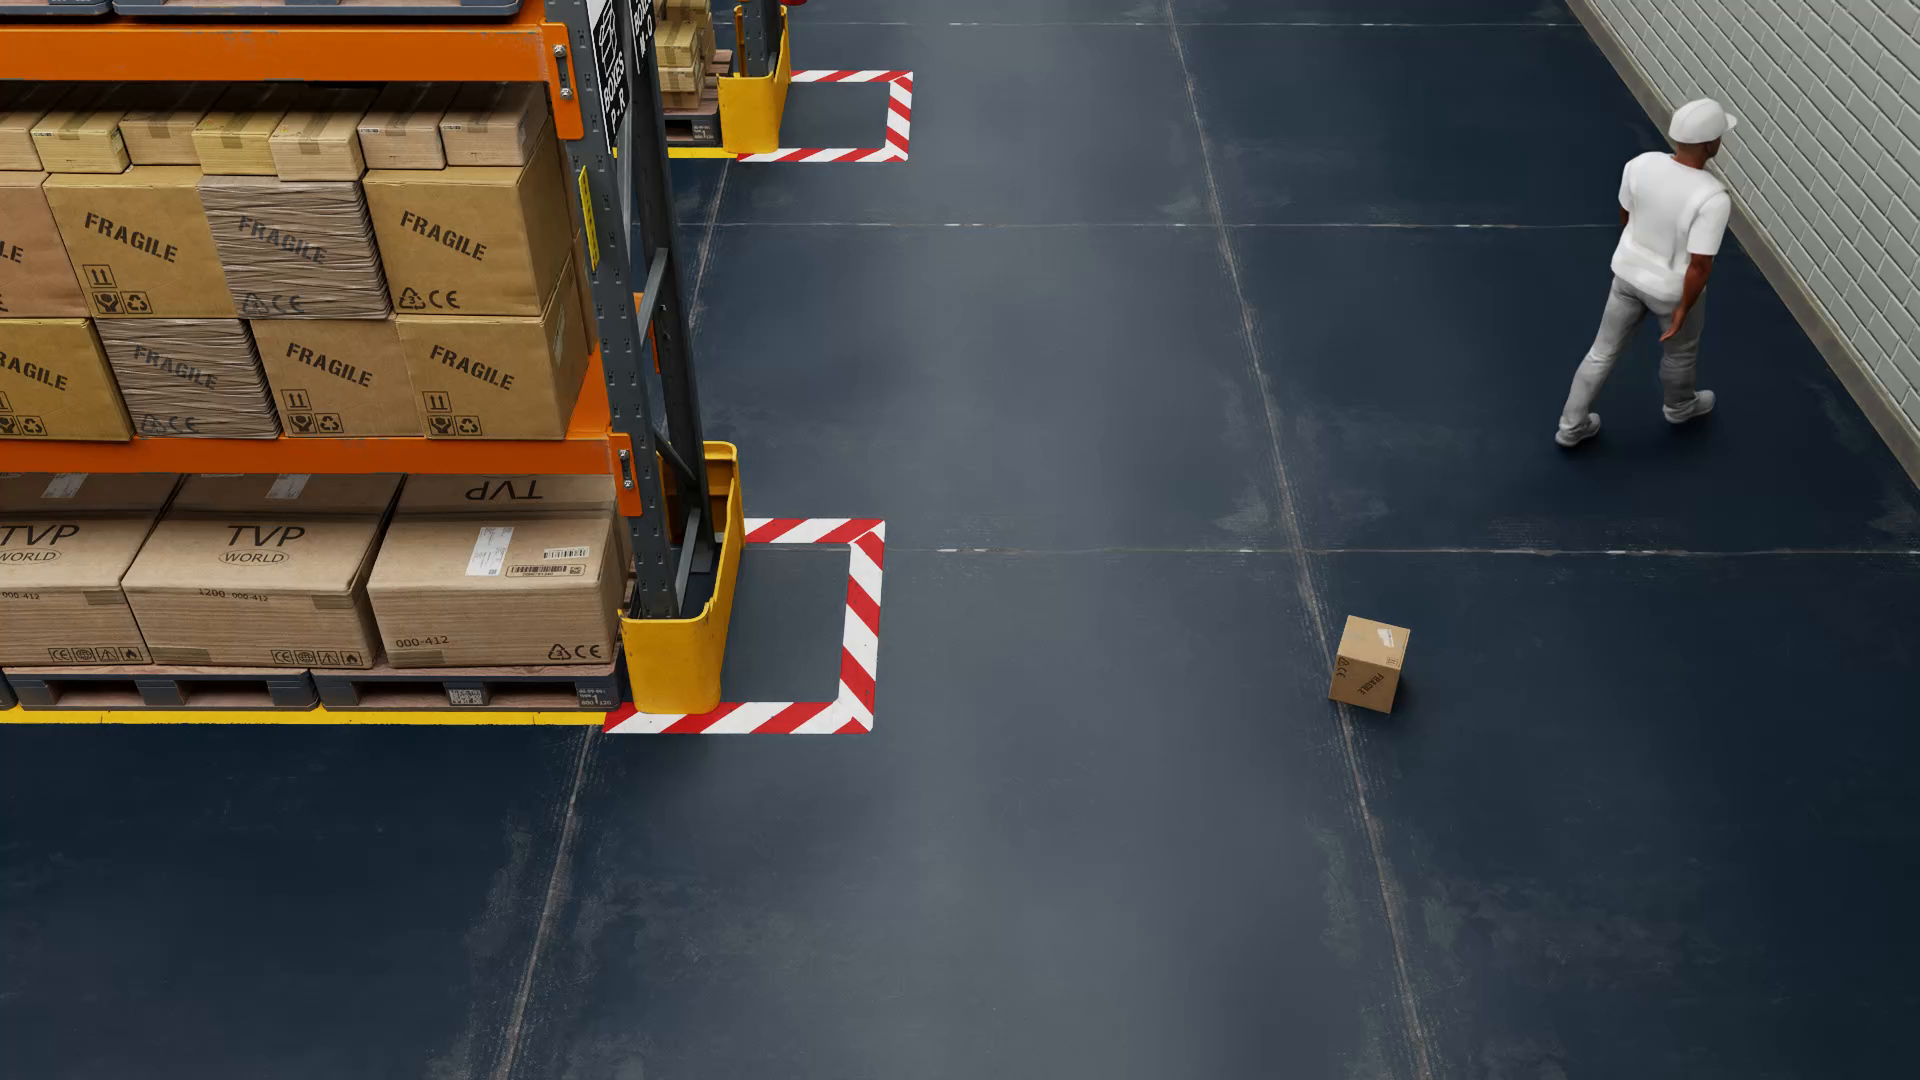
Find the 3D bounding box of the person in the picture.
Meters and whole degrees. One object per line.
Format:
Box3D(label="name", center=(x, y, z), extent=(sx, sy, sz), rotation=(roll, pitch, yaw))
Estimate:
Box3D(label="person", center=(3.279, -1.253, 7.637), extent=(0.908, 1.724, 0.571), rotation=(-26, 46, -28))
